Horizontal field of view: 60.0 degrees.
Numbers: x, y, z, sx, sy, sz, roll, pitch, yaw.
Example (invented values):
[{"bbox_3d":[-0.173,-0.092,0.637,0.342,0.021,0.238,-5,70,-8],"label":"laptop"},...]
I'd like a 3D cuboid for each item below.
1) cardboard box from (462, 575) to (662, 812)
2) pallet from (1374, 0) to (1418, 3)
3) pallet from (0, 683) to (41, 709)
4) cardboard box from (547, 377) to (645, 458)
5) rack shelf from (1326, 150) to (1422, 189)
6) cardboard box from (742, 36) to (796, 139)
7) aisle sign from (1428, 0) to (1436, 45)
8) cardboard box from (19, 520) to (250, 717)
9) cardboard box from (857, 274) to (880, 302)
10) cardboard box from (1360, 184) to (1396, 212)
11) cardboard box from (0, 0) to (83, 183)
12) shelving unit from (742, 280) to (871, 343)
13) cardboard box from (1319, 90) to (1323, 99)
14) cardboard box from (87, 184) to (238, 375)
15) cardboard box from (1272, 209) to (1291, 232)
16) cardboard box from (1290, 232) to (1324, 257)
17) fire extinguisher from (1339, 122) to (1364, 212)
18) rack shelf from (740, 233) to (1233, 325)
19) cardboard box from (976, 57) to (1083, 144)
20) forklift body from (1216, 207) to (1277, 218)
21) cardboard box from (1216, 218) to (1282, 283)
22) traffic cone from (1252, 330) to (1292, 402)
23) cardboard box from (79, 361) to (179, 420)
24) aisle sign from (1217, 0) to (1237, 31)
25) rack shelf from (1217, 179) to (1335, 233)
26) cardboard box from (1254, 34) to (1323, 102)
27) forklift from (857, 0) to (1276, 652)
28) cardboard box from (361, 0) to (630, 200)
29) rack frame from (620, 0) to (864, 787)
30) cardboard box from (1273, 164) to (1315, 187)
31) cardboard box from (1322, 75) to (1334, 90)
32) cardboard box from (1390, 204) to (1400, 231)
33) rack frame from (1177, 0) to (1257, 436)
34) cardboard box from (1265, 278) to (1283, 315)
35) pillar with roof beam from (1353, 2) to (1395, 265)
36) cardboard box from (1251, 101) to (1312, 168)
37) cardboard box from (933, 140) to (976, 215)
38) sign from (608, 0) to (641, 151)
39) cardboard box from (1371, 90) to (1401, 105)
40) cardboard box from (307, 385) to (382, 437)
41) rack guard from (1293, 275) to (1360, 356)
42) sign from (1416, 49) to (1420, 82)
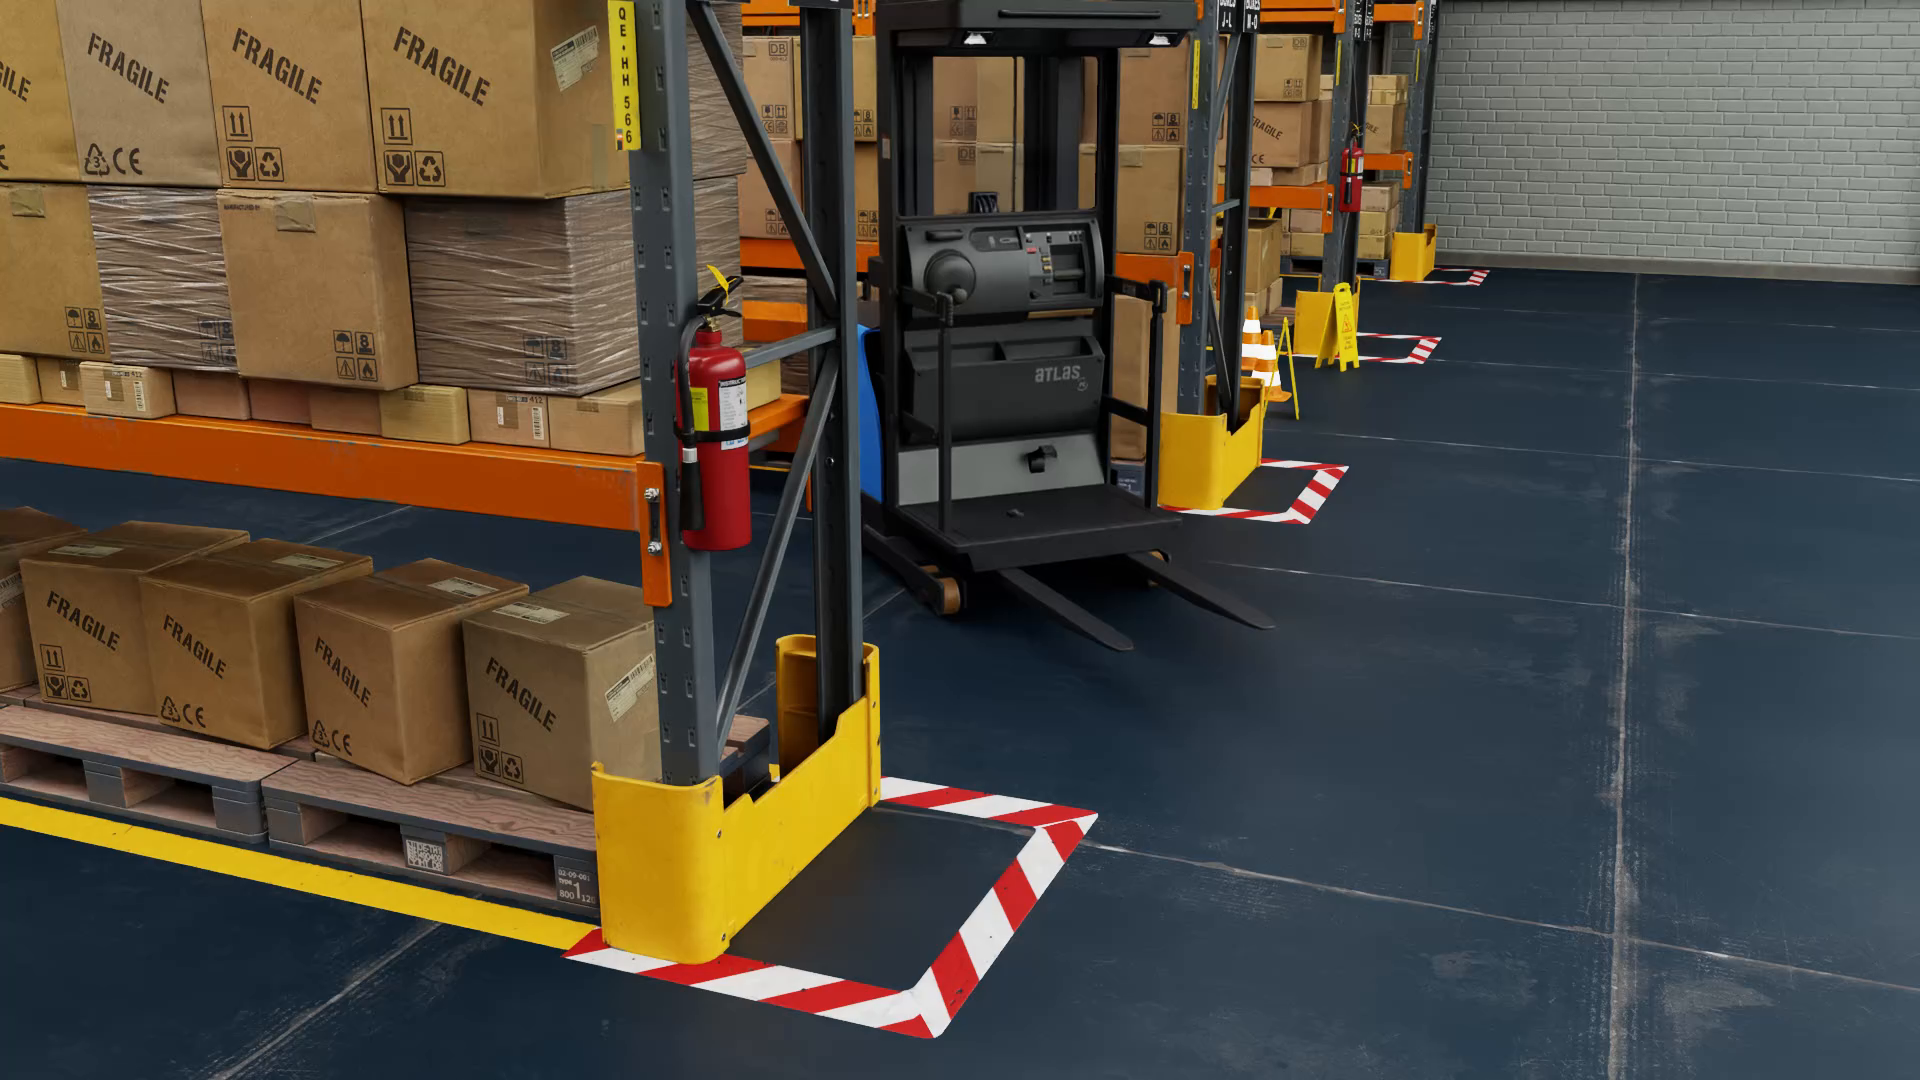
[{"bbox_3d":[-1.113,0.445,4.992,0.500,0.500,0.500,10,19,31],"label":"cardboard box"},{"bbox_3d":[4.268,-5.821,17.622,1.213,0.211,1.003,6,17,21],"label":"pallet"},{"bbox_3d":[-3.621,0.504,6.060,1.213,0.211,1.003,6,17,21],"label":"pallet"},{"bbox_3d":[-0.879,-0.341,4.418,0.250,0.149,0.380,6,17,21],"label":"cardboard box"},{"bbox_3d":[3.055,-4.203,18.561,4.000,0.370,1.077,6,17,21],"label":"rack shelf"},{"bbox_3d":[-1.008,-2.598,9.536,0.550,0.550,0.875,6,17,21],"label":"cardboard box"},{"bbox_3d":[4.869,-5.509,17.108,0.004,0.787,0.394,6,17,21],"label":"aisle sign"},{"bbox_3d":[-2.760,0.255,5.646,0.500,0.500,0.500,5,17,16],"label":"cardboard box"},{"bbox_3d":[-0.099,-1.085,9.588,0.875,0.875,0.875,6,17,20],"label":"cardboard box"},{"bbox_3d":[4.373,-3.671,17.825,0.500,0.250,0.500,7,18,22],"label":"cardboard box"},{"bbox_3d":[-2.534,-1.304,4.778,0.500,0.500,0.500,6,17,21],"label":"cardboard box"},{"bbox_3d":[-1.051,-0.835,9.008,1.048,1.125,0.538,6,19,21],"label":"shelving unit"},{"bbox_3d":[3.797,-4.755,17.830,0.250,0.149,0.380,6,17,20],"label":"cardboard box"},{"bbox_3d":[-1.998,-0.822,4.913,0.500,0.500,0.875,6,17,21],"label":"cardboard box"},{"bbox_3d":[3.398,-3.535,18.252,0.500,0.250,0.500,6,17,19],"label":"cardboard box"},{"bbox_3d":[3.904,-3.244,18.147,0.500,0.250,0.500,6,17,21],"label":"cardboard box"},{"bbox_3d":[3.035,-2.888,12.879,0.183,0.674,0.296,6,17,21],"label":"fire extinguisher"},{"bbox_3d":[-0.485,-1.621,9.667,4.000,0.370,1.077,6,17,21],"label":"rack shelf"},{"bbox_3d":[0.499,-2.433,8.967,0.550,0.550,0.875,6,17,21],"label":"cardboard box"},{"bbox_3d":[2.482,-3.657,16.912,1.214,2.155,2.313,6,17,21],"label":"forklift body"},{"bbox_3d":[2.427,-2.454,14.079,0.500,0.500,0.500,6,17,19],"label":"cardboard box"},{"bbox_3d":[2.134,-1.224,11.561,0.334,0.463,0.336,6,17,21],"label":"traffic cone"},{"bbox_3d":[-2.313,-0.467,4.852,0.250,0.149,0.380,6,17,21],"label":"cardboard box"},{"bbox_3d":[1.332,-2.925,8.207,0.004,0.787,0.394,6,17,21],"label":"aisle sign"},{"bbox_3d":[1.238,-2.915,14.125,4.000,0.370,1.077,6,17,21],"label":"rack shelf"},{"bbox_3d":[2.543,-3.723,13.110,0.500,0.500,0.700,6,17,19],"label":"cardboard box"},{"bbox_3d":[0.288,-1.220,7.117,1.130,2.935,3.031,-7,18,-22],"label":"forklift"},{"bbox_3d":[-1.140,-1.149,4.245,0.500,0.500,0.500,6,17,21],"label":"cardboard box"},{"bbox_3d":[-0.538,-0.486,4.467,0.127,3.000,1.000,6,17,21],"label":"rack frame"},{"bbox_3d":[2.672,-2.918,13.296,0.250,0.149,0.380,7,18,22],"label":"cardboard box"},{"bbox_3d":[4.011,-4.865,17.675,0.250,0.149,0.380,7,17,22],"label":"cardboard box"},{"bbox_3d":[4.555,-3.567,18.362,0.500,0.250,0.500,7,17,22],"label":"cardboard box"},{"bbox_3d":[1.376,-1.762,8.862,0.127,3.000,1.000,6,17,21],"label":"rack frame"},{"bbox_3d":[2.449,-2.091,14.176,0.500,0.250,0.500,6,17,20],"label":"cardboard box"},{"bbox_3d":[3.019,-6.413,14.124,0.400,9.000,9.100,6,17,21],"label":"pillar with roof beam"},{"bbox_3d":[2.492,-3.231,13.210,0.500,0.500,0.500,6,17,20],"label":"cardboard box"},{"bbox_3d":[0.019,-2.000,9.415,0.550,0.550,0.875,6,17,21],"label":"cardboard box"},{"bbox_3d":[-0.760,-1.052,3.772,0.005,0.325,0.100,6,17,21],"label":"sign"},{"bbox_3d":[4.490,-4.666,17.523,0.250,0.149,0.380,7,17,21],"label":"cardboard box"},{"bbox_3d":[-1.590,-0.408,4.650,0.250,0.149,0.380,6,17,21],"label":"cardboard box"},{"bbox_3d":[3.027,-1.863,13.695,0.348,0.500,1.175,6,17,21],"label":"rack guard"},{"bbox_3d":[4.704,-4.874,17.081,0.005,0.325,0.100,6,17,21],"label":"sign"}]
